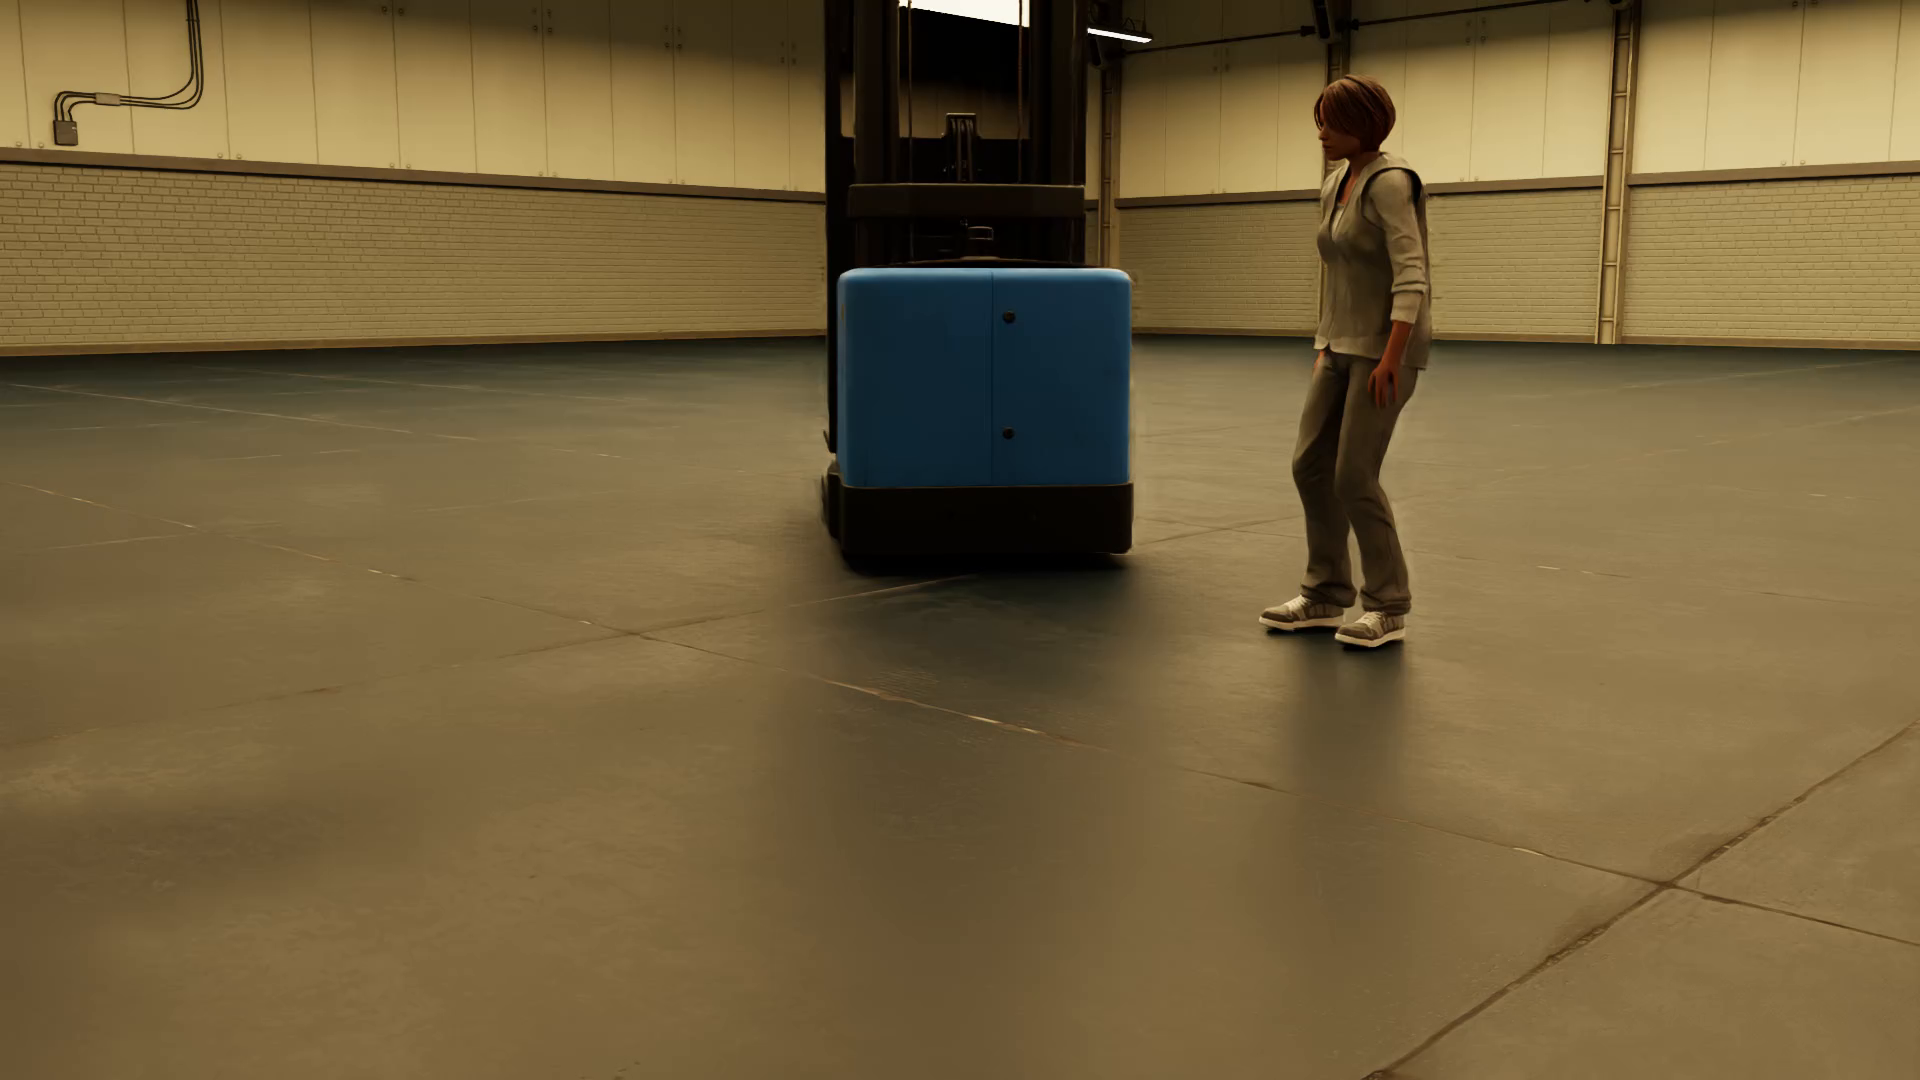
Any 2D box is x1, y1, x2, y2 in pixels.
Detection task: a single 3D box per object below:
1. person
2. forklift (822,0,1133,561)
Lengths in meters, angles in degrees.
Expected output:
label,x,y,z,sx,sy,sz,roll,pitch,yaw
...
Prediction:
label,x,y,z,sx,sy,sz,roll,pitch,yaw
person,1.116,-0.498,4.710,0.388,1.587,0.473,-2,9,-13
forklift,-0.044,-1.554,7.195,1.130,2.935,3.031,-1,9,-6
